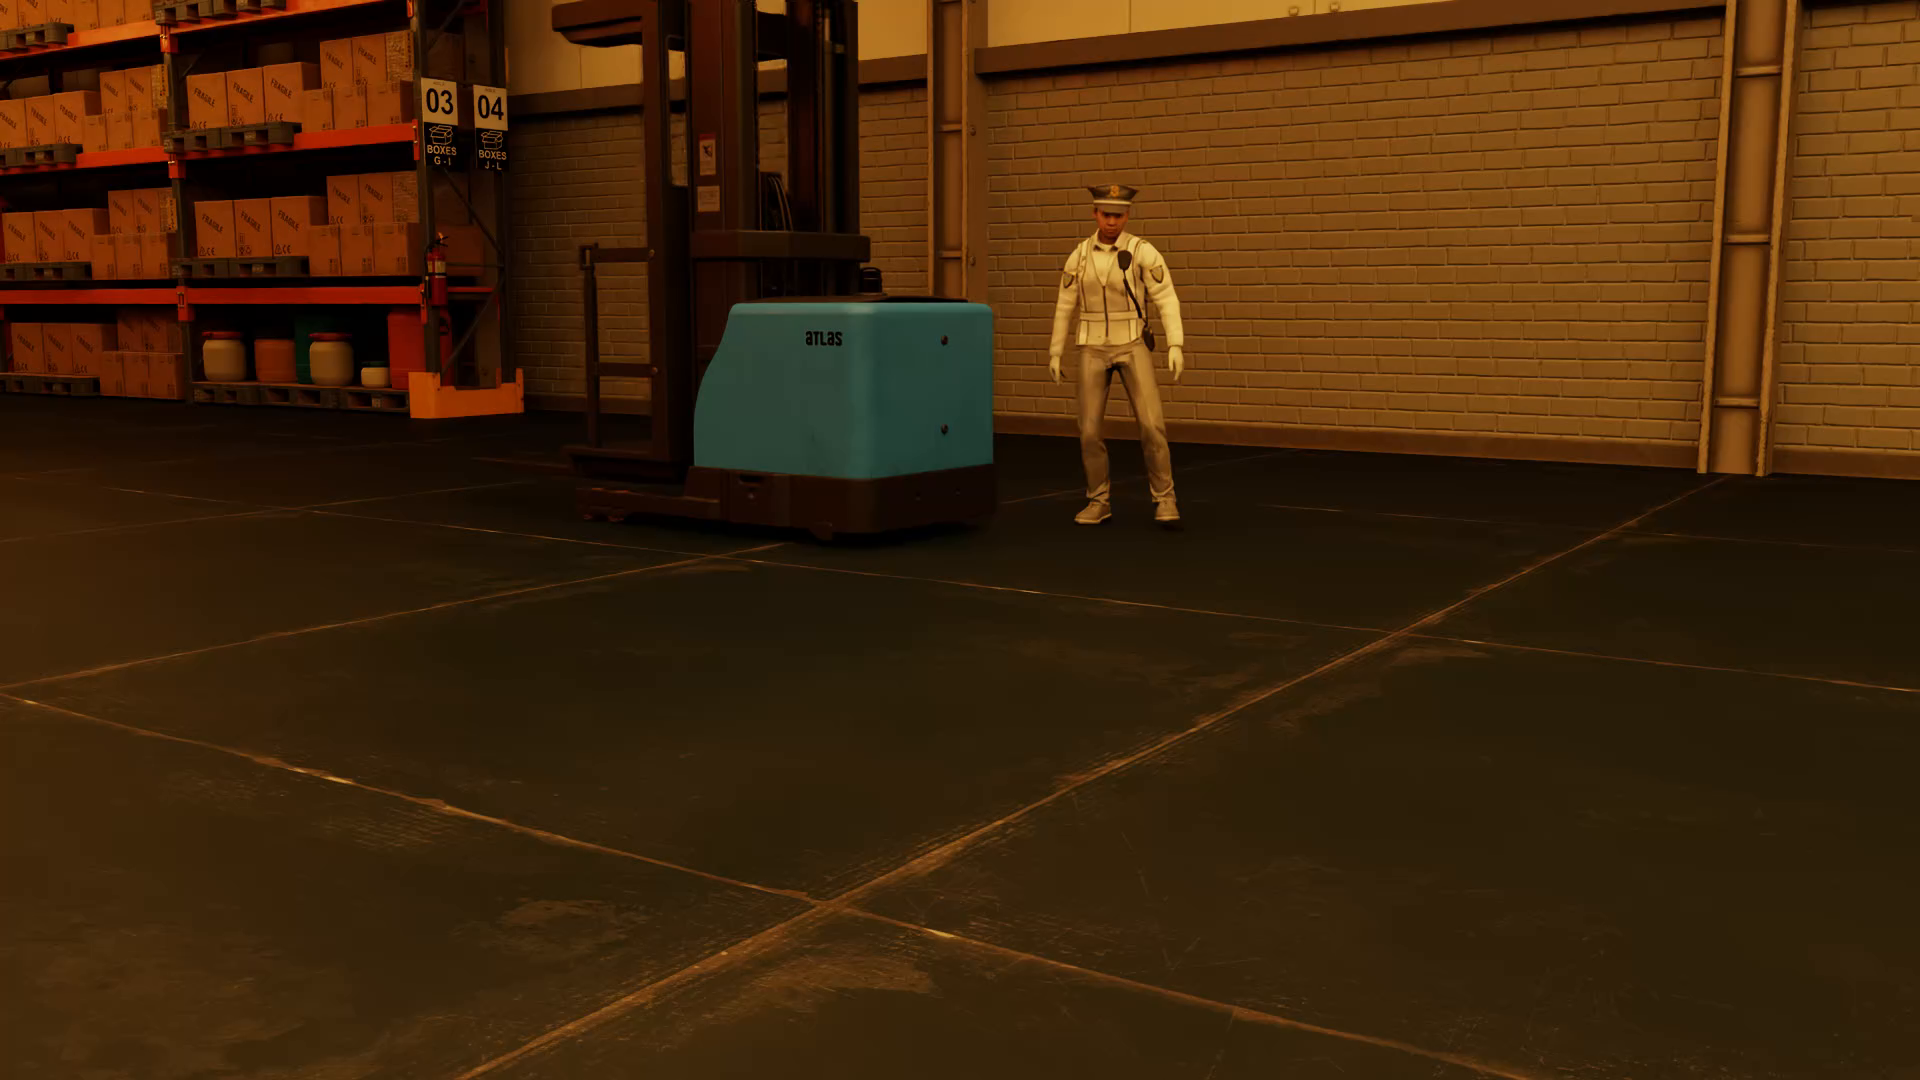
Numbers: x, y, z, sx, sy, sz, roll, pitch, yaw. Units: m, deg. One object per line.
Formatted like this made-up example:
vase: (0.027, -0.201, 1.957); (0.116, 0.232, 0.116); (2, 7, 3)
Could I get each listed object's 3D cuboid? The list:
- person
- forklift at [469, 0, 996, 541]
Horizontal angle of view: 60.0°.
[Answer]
person: (0.754, -0.889, 8.047); (0.696, 1.640, 0.380); (3, 9, 18)
forklift: (-1.306, -1.587, 8.351); (3.031, 2.935, 1.130); (6, 10, 37)
